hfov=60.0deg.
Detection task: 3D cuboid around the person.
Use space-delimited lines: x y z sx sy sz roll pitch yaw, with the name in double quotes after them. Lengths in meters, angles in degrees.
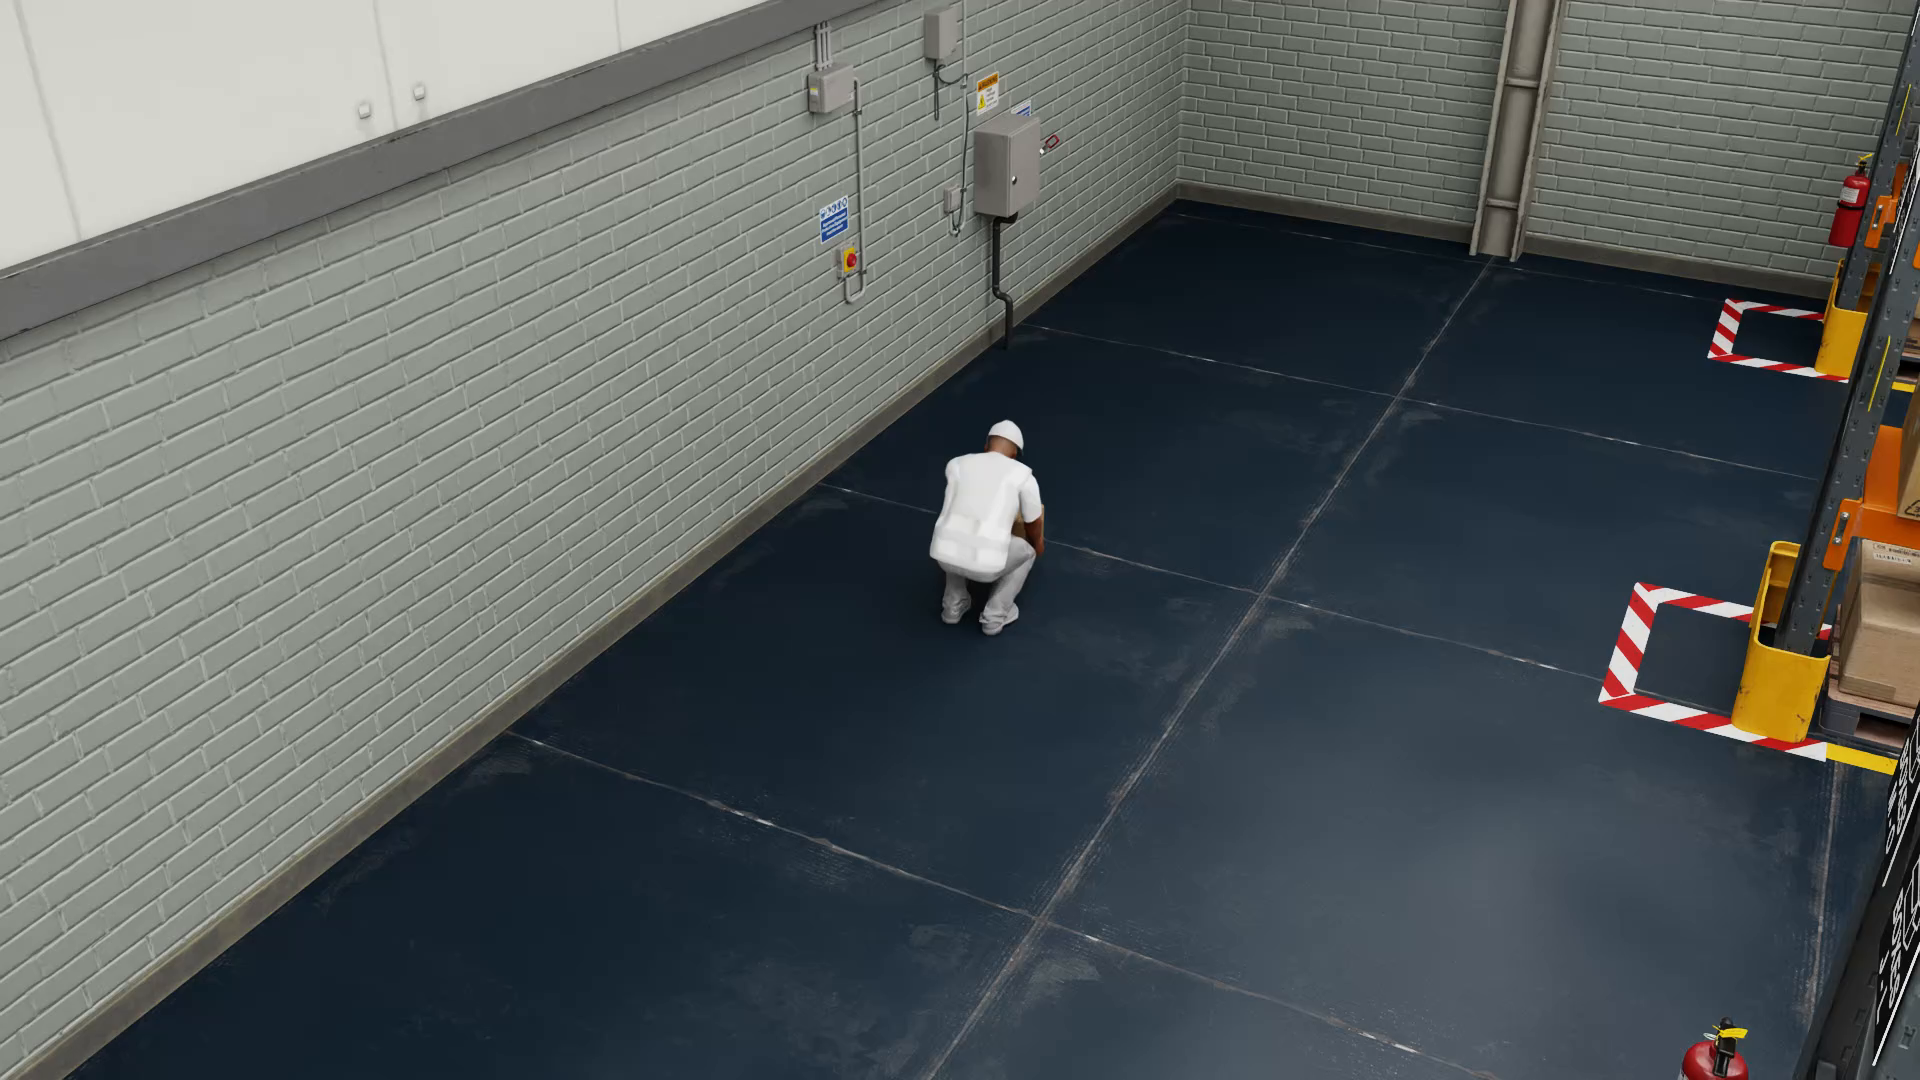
0.130 -0.065 9.148 0.540 1.011 0.872 14 33 22 "person"
